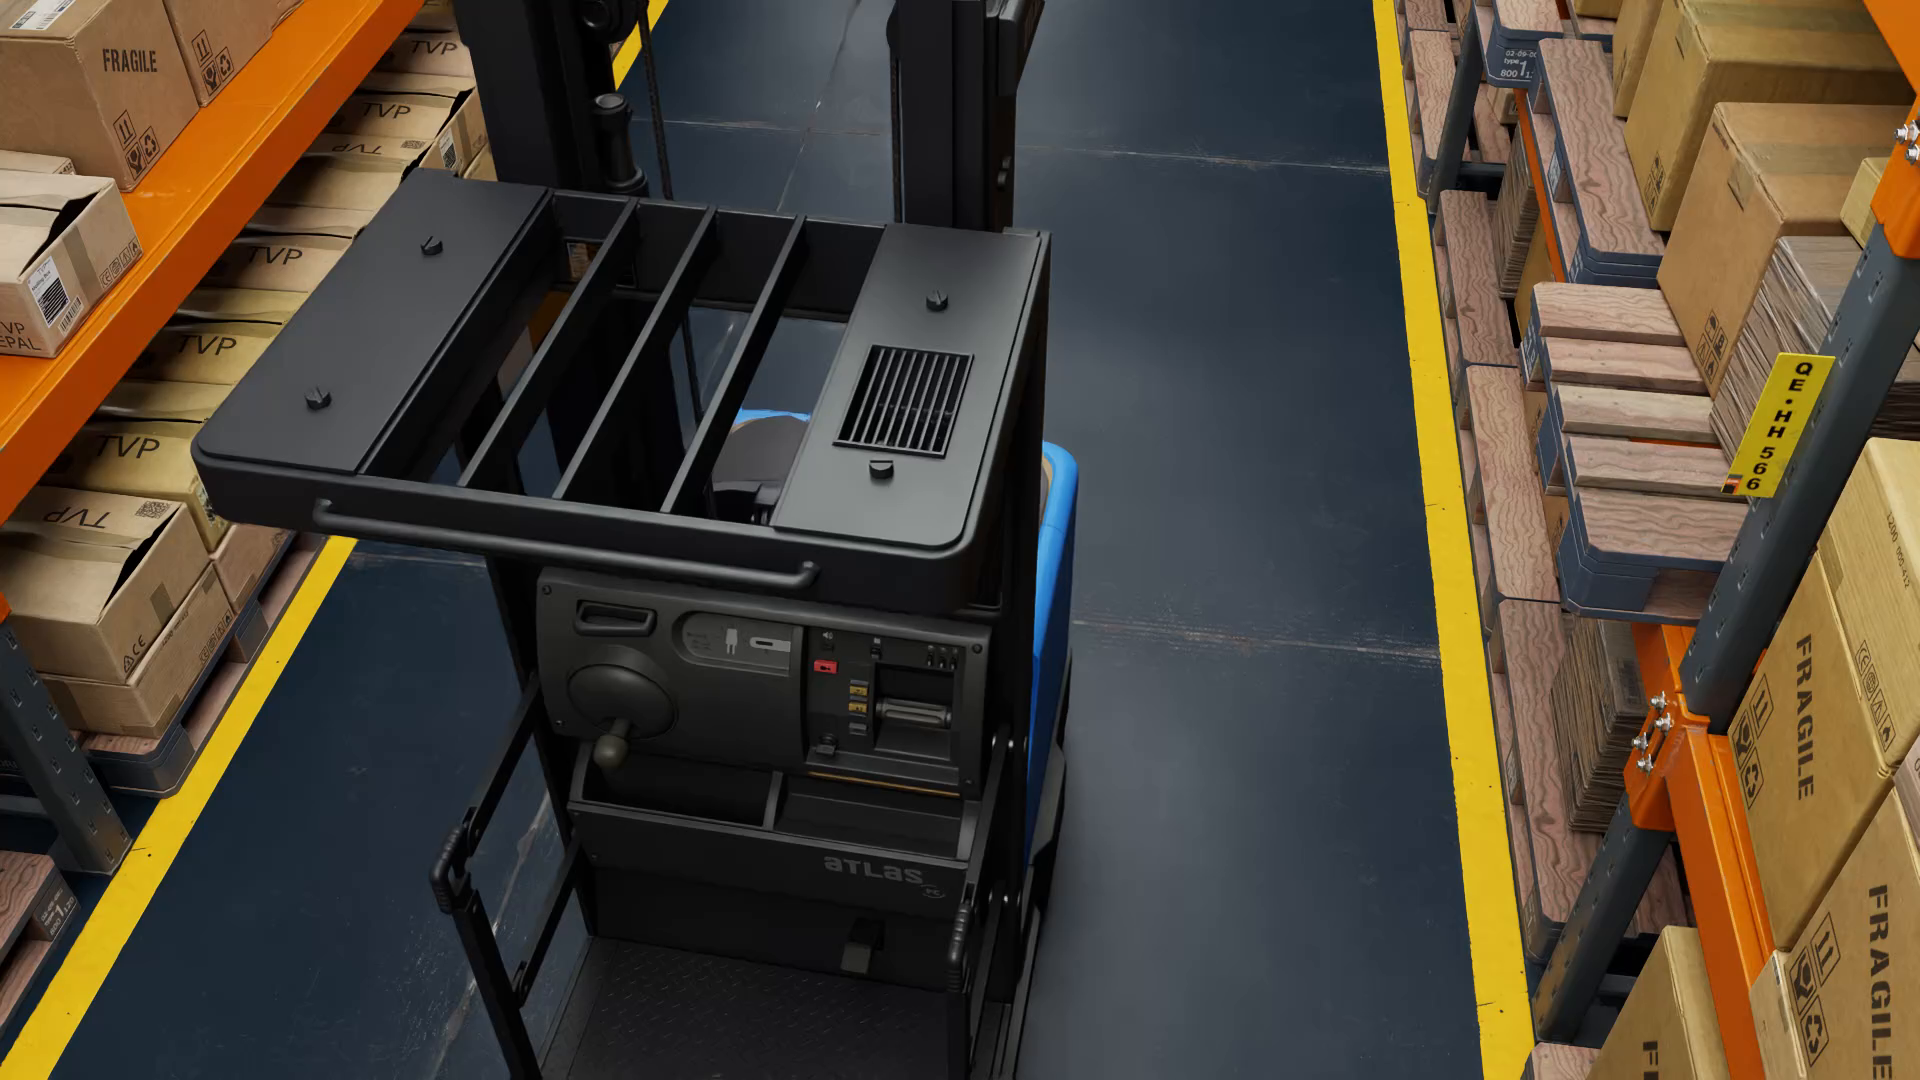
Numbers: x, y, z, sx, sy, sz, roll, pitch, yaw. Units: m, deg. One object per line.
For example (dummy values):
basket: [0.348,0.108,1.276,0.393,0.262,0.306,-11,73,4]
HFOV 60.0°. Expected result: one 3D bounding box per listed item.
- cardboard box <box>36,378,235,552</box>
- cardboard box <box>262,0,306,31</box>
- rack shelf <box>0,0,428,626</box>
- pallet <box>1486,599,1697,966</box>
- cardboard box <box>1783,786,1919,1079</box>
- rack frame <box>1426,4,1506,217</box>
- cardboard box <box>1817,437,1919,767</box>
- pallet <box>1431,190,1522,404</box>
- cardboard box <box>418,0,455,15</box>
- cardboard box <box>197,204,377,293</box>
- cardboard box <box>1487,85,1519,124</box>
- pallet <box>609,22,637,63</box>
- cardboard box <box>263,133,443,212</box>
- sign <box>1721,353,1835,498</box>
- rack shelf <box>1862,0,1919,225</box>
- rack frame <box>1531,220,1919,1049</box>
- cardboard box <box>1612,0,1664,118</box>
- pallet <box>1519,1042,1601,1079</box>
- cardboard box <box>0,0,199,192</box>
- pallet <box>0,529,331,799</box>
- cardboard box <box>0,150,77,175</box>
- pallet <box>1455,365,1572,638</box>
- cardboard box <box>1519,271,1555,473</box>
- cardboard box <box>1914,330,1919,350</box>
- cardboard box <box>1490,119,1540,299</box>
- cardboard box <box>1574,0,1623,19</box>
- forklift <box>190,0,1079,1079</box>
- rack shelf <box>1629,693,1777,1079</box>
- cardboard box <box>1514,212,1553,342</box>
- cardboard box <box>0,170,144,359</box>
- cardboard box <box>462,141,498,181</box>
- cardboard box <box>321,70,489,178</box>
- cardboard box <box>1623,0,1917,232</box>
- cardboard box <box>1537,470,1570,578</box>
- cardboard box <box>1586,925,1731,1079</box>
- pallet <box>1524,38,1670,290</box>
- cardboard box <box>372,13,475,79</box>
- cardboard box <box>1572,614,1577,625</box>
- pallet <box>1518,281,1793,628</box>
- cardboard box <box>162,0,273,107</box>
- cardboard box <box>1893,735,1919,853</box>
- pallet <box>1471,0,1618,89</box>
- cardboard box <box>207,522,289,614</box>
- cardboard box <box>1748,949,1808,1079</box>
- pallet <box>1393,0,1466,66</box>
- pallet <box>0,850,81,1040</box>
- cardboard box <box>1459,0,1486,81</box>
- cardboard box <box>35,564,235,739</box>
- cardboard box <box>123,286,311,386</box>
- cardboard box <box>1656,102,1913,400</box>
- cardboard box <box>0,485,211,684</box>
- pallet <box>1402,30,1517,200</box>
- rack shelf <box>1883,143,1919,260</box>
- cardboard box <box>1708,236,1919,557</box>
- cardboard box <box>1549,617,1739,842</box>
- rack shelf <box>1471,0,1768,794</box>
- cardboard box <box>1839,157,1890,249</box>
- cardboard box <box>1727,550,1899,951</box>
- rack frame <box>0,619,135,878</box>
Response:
cardboard box: [-2.476,-0.262,5.132,0.500,0.311,0.500,4,44,4]
cardboard box: [-2.556,-2.097,5.710,0.500,0.500,0.500,8,44,9]
rack shelf: [-2.633,-1.317,5.483,1.077,0.370,4.000,5,44,6]
pallet: [2.118,0.713,4.844,1.003,0.211,1.213,5,44,6]
cardboard box: [1.617,0.745,2.478,0.500,0.500,0.500,7,44,7]
rack frame: [2.542,-2.494,6.202,1.000,3.000,0.127,5,44,6]
cardboard box: [1.694,0.114,2.599,0.500,0.250,0.500,6,44,7]
pallet: [2.441,-0.950,6.600,1.003,0.211,1.213,5,44,6]
cardboard box: [-2.524,-2.431,7.830,0.500,0.250,0.500,5,44,6]
cardboard box: [-2.339,-0.960,5.868,0.500,0.311,0.500,5,44,5]
cardboard box: [2.583,-1.992,7.413,0.380,0.166,0.250,0,43,0]
pallet: [-2.222,-2.467,8.202,1.003,0.211,1.213,5,44,6]
cardboard box: [-2.269,-1.302,6.230,0.500,0.311,0.500,5,44,5]
sign: [1.474,-0.202,2.997,0.100,0.325,0.005,5,44,6]
rack shelf: [2.278,-1.959,3.978,1.077,0.370,4.000,5,44,6]
rack frame: [2.013,0.232,3.323,1.000,3.000,0.127,5,44,6]
cardboard box: [2.304,-1.514,4.775,0.700,0.500,0.500,11,45,11]
pallet: [1.834,1.775,3.721,1.003,0.211,1.213,5,44,6]
cardboard box: [-2.692,-1.397,4.971,0.500,0.500,0.500,3,44,3]
pallet: [-2.750,0.240,5.343,1.003,0.211,1.213,5,44,6]
cardboard box: [-2.785,-0.998,4.805,0.380,0.149,0.250,8,44,9]
pallet: [2.282,-0.116,5.719,1.003,0.211,1.213,5,44,6]
cardboard box: [2.335,-0.542,5.639,0.700,0.500,0.500,6,44,6]
cardboard box: [2.029,-0.437,3.165,0.380,0.149,0.250,0,43,0]
cardboard box: [2.461,-1.243,6.379,0.700,0.500,0.500,7,44,7]
cardboard box: [2.360,-1.966,5.252,0.700,0.500,0.500,9,44,10]
forklift: [-0.441,0.393,3.204,1.130,2.935,3.031,7,44,8]
rack shelf: [1.749,1.857,2.131,1.077,0.370,4.000,5,44,6]
cardboard box: [2.443,-0.886,6.002,0.700,0.500,0.500,4,44,5]
cardboard box: [-2.587,-0.775,4.451,0.500,0.311,0.500,5,44,5]
cardboard box: [-2.205,-1.442,6.786,0.500,0.250,0.500,5,44,5]
cardboard box: [-2.201,-1.642,6.589,0.500,0.311,0.500,6,44,7]
cardboard box: [2.208,-1.136,4.375,0.700,0.500,0.500,5,44,6]
cardboard box: [2.278,-0.197,5.274,0.700,0.500,0.500,5,44,5]
cardboard box: [1.786,1.350,3.401,0.750,0.750,0.750,5,44,5]
pallet: [2.234,-1.051,4.817,1.003,0.211,1.213,5,44,6]
cardboard box: [-2.138,-1.997,6.964,0.500,0.311,0.500,5,44,6]
cardboard box: [2.240,0.144,4.914,0.700,0.500,0.500,5,44,5]
pallet: [2.002,-0.193,3.912,1.213,0.211,1.003,5,44,6]
cardboard box: [-2.622,-1.755,5.349,0.500,0.500,0.500,5,44,6]
cardboard box: [1.627,0.461,2.232,0.500,0.250,0.500,5,44,5]
pallet: [2.297,-1.916,5.732,1.003,0.211,1.213,5,44,6]
cardboard box: [-2.472,-0.042,5.307,0.500,0.250,0.500,4,44,4]
cardboard box: [1.579,0.864,2.824,0.380,0.149,0.250,6,44,7]
pallet: [2.755,-2.776,8.528,1.003,0.211,1.213,5,44,6]
pallet: [-3.034,1.303,4.221,1.003,0.211,1.213,5,44,6]
cardboard box: [2.640,-2.457,7.661,0.500,0.500,0.500,2,43,2]
cardboard box: [-2.537,0.300,4.945,0.500,0.250,0.500,5,44,5]
cardboard box: [-2.406,-0.609,5.498,0.500,0.311,0.500,4,44,4]
cardboard box: [2.112,-0.668,3.881,0.700,0.500,0.500,1,43,2]
cardboard box: [-2.537,0.097,4.753,0.500,0.311,0.500,7,44,7]
pallet: [2.596,-1.942,7.647,1.003,0.211,1.213,5,44,6]
rack shelf: [1.749,0.768,1.099,1.077,0.370,4.000,5,44,6]
cardboard box: [2.065,-0.285,3.476,0.700,0.500,0.500,1,43,1]
cardboard box: [2.057,0.485,4.554,0.700,0.500,0.500,6,44,6]
rack shelf: [2.278,-0.869,5.010,1.077,0.370,4.000,5,44,6]
cardboard box: [2.057,-0.658,3.398,0.380,0.149,0.250,-1,43,-2]
cardboard box: [1.695,0.389,2.854,0.500,0.500,0.500,6,44,7]
rack frame: [-2.898,-0.215,3.796,1.000,3.000,0.127,5,44,6]
